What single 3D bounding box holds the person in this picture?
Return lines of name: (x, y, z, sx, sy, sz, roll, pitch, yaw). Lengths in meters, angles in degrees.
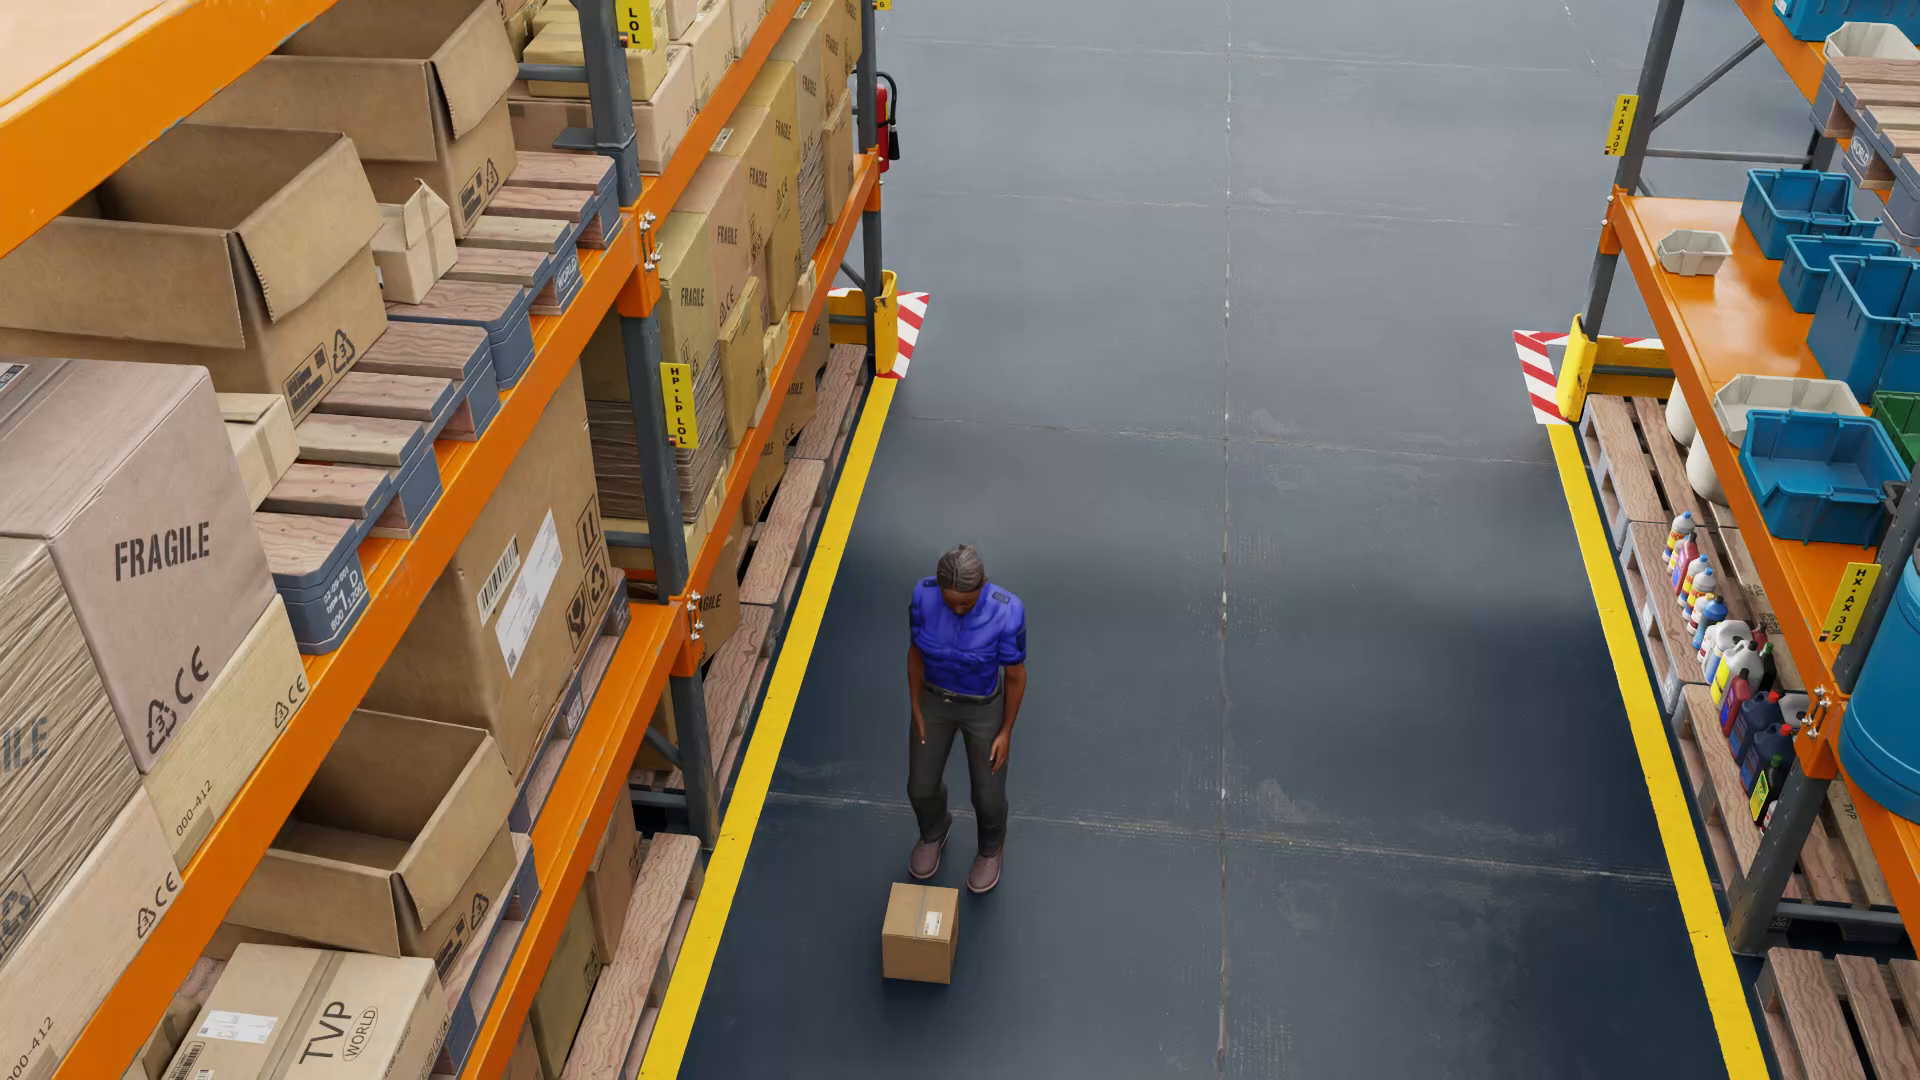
person: (0.025, 0.653, 6.201, 0.454, 1.618, 0.367, 11, 38, 15)
